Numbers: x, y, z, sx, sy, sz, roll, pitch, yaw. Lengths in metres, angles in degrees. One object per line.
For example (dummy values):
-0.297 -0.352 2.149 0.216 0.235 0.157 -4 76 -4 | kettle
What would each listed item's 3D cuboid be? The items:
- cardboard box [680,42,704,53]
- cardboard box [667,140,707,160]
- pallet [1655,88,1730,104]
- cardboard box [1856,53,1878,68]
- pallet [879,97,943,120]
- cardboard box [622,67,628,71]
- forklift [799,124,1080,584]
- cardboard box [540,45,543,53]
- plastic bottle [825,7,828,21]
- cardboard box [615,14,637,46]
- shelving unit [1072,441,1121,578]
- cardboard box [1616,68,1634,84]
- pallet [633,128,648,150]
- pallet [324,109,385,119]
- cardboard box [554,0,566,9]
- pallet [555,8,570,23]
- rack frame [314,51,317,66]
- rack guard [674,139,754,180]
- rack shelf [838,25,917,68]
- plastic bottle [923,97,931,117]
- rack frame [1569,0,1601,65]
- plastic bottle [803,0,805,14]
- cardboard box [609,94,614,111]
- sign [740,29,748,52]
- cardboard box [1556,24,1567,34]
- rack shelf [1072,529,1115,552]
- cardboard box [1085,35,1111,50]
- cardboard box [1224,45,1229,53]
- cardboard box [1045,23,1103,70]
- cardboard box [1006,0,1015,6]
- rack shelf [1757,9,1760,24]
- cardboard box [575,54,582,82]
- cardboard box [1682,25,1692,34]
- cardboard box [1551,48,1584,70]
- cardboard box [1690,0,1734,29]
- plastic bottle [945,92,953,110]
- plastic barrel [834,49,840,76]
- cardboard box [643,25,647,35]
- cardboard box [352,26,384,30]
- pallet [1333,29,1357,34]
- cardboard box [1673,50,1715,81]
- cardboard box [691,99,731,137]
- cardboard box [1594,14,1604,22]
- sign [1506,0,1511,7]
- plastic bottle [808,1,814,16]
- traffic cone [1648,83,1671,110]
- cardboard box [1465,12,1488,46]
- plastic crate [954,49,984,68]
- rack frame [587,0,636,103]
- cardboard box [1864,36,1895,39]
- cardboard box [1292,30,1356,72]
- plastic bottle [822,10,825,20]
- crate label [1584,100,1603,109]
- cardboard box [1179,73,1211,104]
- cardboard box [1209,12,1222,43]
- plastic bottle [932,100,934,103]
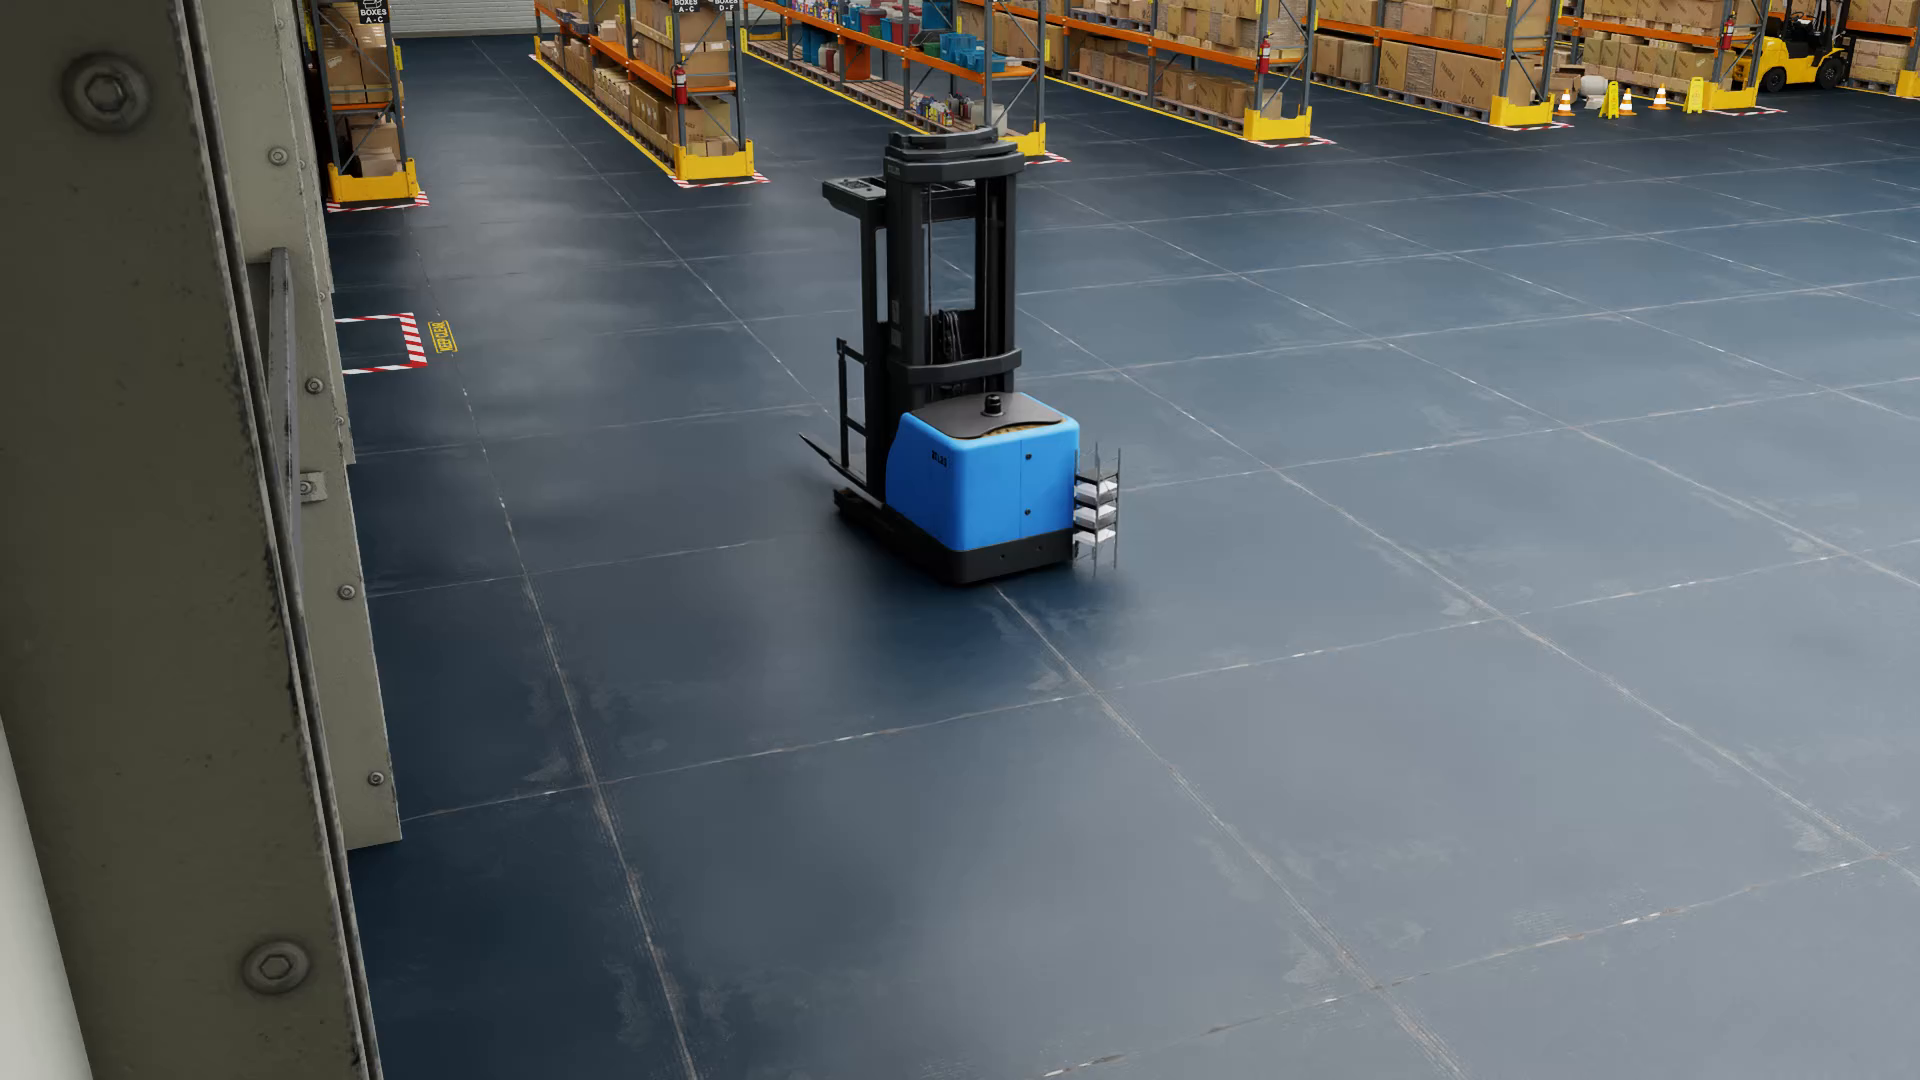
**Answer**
-4.076 -7.430 25.052 0.380 0.149 0.250 -9 24 -20 | cardboard box
-4.229 -6.053 25.748 0.500 0.250 0.500 -8 24 -19 | cardboard box
14.496 -8.732 32.696 1.003 0.211 1.213 -8 24 -19 | pallet
18.788 -9.847 34.106 0.500 0.250 0.500 -9 24 -20 | cardboard box
-0.855 -8.099 31.193 1.003 0.211 1.213 -8 24 -19 | pallet
-6.174 -8.907 31.799 0.500 0.311 0.500 -8 24 -18 | cardboard box
-0.312 -1.584 12.235 1.130 2.935 3.031 -12 26 -26 | forklift
-9.501 -11.393 38.500 0.380 0.166 0.250 -8 24 -19 | cardboard box
-2.739 -10.856 34.311 0.097 0.271 0.097 0 23 0 | plastic bottle
-5.981 -9.318 30.366 0.500 0.500 0.500 -10 25 -22 | cardboard box
0.948 -0.209 11.587 0.210 0.900 0.258 20 30 39 | shelving unit
13.709 -9.433 33.769 0.500 0.250 0.500 -9 24 -20 | cardboard box
-4.934 -6.846 28.221 1.003 0.211 1.213 -8 24 -19 | pallet
-10.947 -7.629 30.078 1.003 0.211 1.213 -8 24 -19 | pallet
-8.044 -11.369 34.693 0.700 0.500 0.500 -18 29 -36 | cardboard box
-7.822 -10.939 34.588 1.003 0.211 1.213 -8 24 -19 | pallet
-14.048 -12.105 37.107 1.000 3.000 0.127 -8 24 -19 | rack frame
-3.755 -5.812 25.395 1.175 0.500 0.348 -8 24 -19 | rack guard
-1.247 -9.499 31.851 1.077 0.370 4.000 -8 24 -19 | rack shelf
-0.577 -7.667 29.423 0.144 0.351 0.185 -9 25 -21 | plastic bottle
13.364 -11.143 34.826 1.000 3.000 0.127 -8 24 -19 | rack frame
-3.323 -11.442 35.686 0.061 0.283 0.133 -8 24 -19 | plastic bottle
-6.130 -8.018 30.410 0.500 0.250 0.500 -8 24 -18 | cardboard box
-3.242 -7.482 24.922 0.100 0.325 0.005 -8 24 -19 | sign
15.510 -13.193 42.368 0.500 0.500 0.500 -9 25 -21 | cardboard box
0.948 -0.012 11.669 0.200 0.077 0.258 20 30 39 | rack shelf
2.944 -10.394 34.735 0.500 0.250 0.500 -7 24 -17 | cardboard box
4.864 -8.654 29.243 0.380 0.149 0.250 -8 24 -19 | cardboard box
2.455 -10.705 35.981 1.225 0.875 0.875 -10 25 -21 | cardboard box
1.374 -12.352 37.566 0.500 0.500 0.500 -8 24 -19 | cardboard box
17.300 -12.221 38.309 1.077 0.370 4.000 -8 24 -19 | rack shelf
-7.513 -9.615 33.853 0.500 0.500 0.500 -9 25 -21 | cardboard box
14.181 -9.853 32.089 0.380 0.149 0.250 -9 24 -20 | cardboard box
13.176 -10.316 35.706 0.950 0.372 0.625 -8 24 -18 | cardboard box
14.327 -10.032 31.678 0.500 0.500 0.500 -9 24 -20 | cardboard box
-0.179 -7.872 29.908 0.144 0.351 0.185 -8 24 -19 | plastic bottle
-2.426 -9.973 34.711 0.421 0.512 0.421 0 23 0 | plastic barrel
-4.987 -8.366 27.274 0.380 0.149 0.250 -9 24 -19 | cardboard box
-9.171 -7.720 25.907 0.500 0.500 0.500 -8 24 -19 | cardboard box
10.342 -13.052 42.945 1.003 0.211 1.213 -8 24 -19 | pallet
14.250 -9.217 32.290 0.500 0.500 0.500 -8 24 -19 | cardboard box
-3.923 -6.651 26.202 0.500 0.500 0.500 -8 24 -19 | cardboard box
13.313 -10.784 34.298 0.380 0.149 0.250 -8 24 -17 | cardboard box
9.669 -9.547 29.243 0.100 0.325 0.005 -8 24 -19 | sign
-3.151 -11.312 35.387 0.152 0.276 0.135 -8 24 -19 | plastic bottle
13.418 -8.500 31.821 0.336 0.463 0.334 -8 24 -19 | traffic cone
9.794 -9.368 30.422 0.875 0.550 0.550 -8 24 -19 | cardboard box
0.191 -7.959 27.464 0.499 0.251 0.408 -8 24 -19 | plastic crate
-6.589 -9.879 31.827 1.000 3.000 0.127 -8 24 -19 | rack frame
19.080 -10.324 34.595 0.500 0.250 0.500 -9 24 -19 | cardboard box
7.799 -10.487 35.624 1.050 0.750 0.750 -8 24 -18 | cardboard box
-2.807 -10.895 34.492 0.097 0.201 0.097 0 23 0 | plastic bottle
12.164 -8.351 31.887 0.298 0.136 0.250 18 29 36 | crate label
4.406 -8.467 31.155 0.500 0.500 0.500 -1 23 -2 | cardboard box
4.912 -9.070 29.394 0.875 0.500 0.500 -8 24 -19 | cardboard box
-0.480 -7.663 29.515 0.097 0.271 0.097 0 23 0 | plastic bottle
